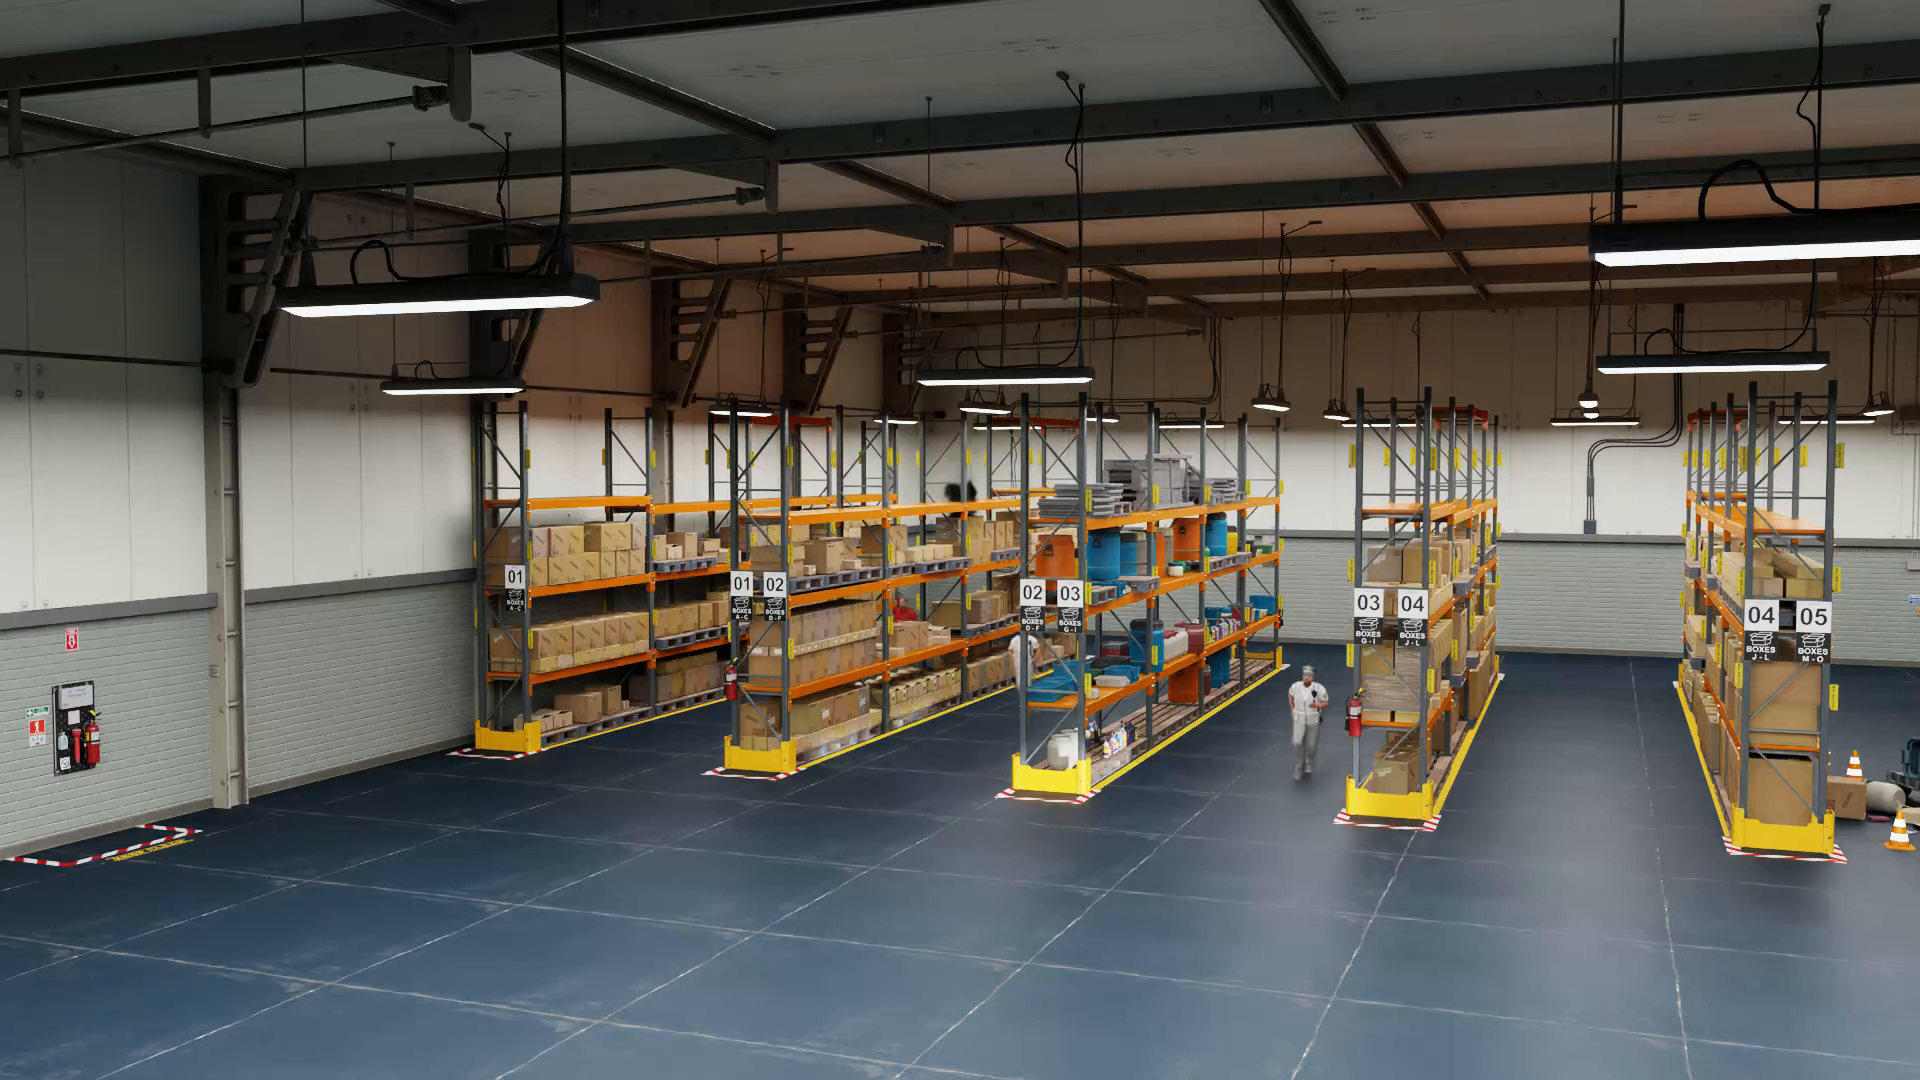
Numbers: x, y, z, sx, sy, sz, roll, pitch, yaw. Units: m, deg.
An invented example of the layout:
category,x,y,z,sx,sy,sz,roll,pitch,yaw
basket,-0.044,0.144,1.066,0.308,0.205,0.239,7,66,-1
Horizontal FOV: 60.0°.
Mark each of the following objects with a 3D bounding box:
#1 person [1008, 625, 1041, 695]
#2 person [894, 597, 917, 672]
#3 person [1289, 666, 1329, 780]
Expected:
category,x,y,z,sx,sy,sz,roll,pitch,yaw
person,1.191,2.426,31.544,0.604,1.697,0.581,1,3,15
person,-1.222,2.172,36.403,0.686,1.854,0.826,1,3,25
person,5.459,2.866,26.084,0.641,1.820,0.769,1,3,16
